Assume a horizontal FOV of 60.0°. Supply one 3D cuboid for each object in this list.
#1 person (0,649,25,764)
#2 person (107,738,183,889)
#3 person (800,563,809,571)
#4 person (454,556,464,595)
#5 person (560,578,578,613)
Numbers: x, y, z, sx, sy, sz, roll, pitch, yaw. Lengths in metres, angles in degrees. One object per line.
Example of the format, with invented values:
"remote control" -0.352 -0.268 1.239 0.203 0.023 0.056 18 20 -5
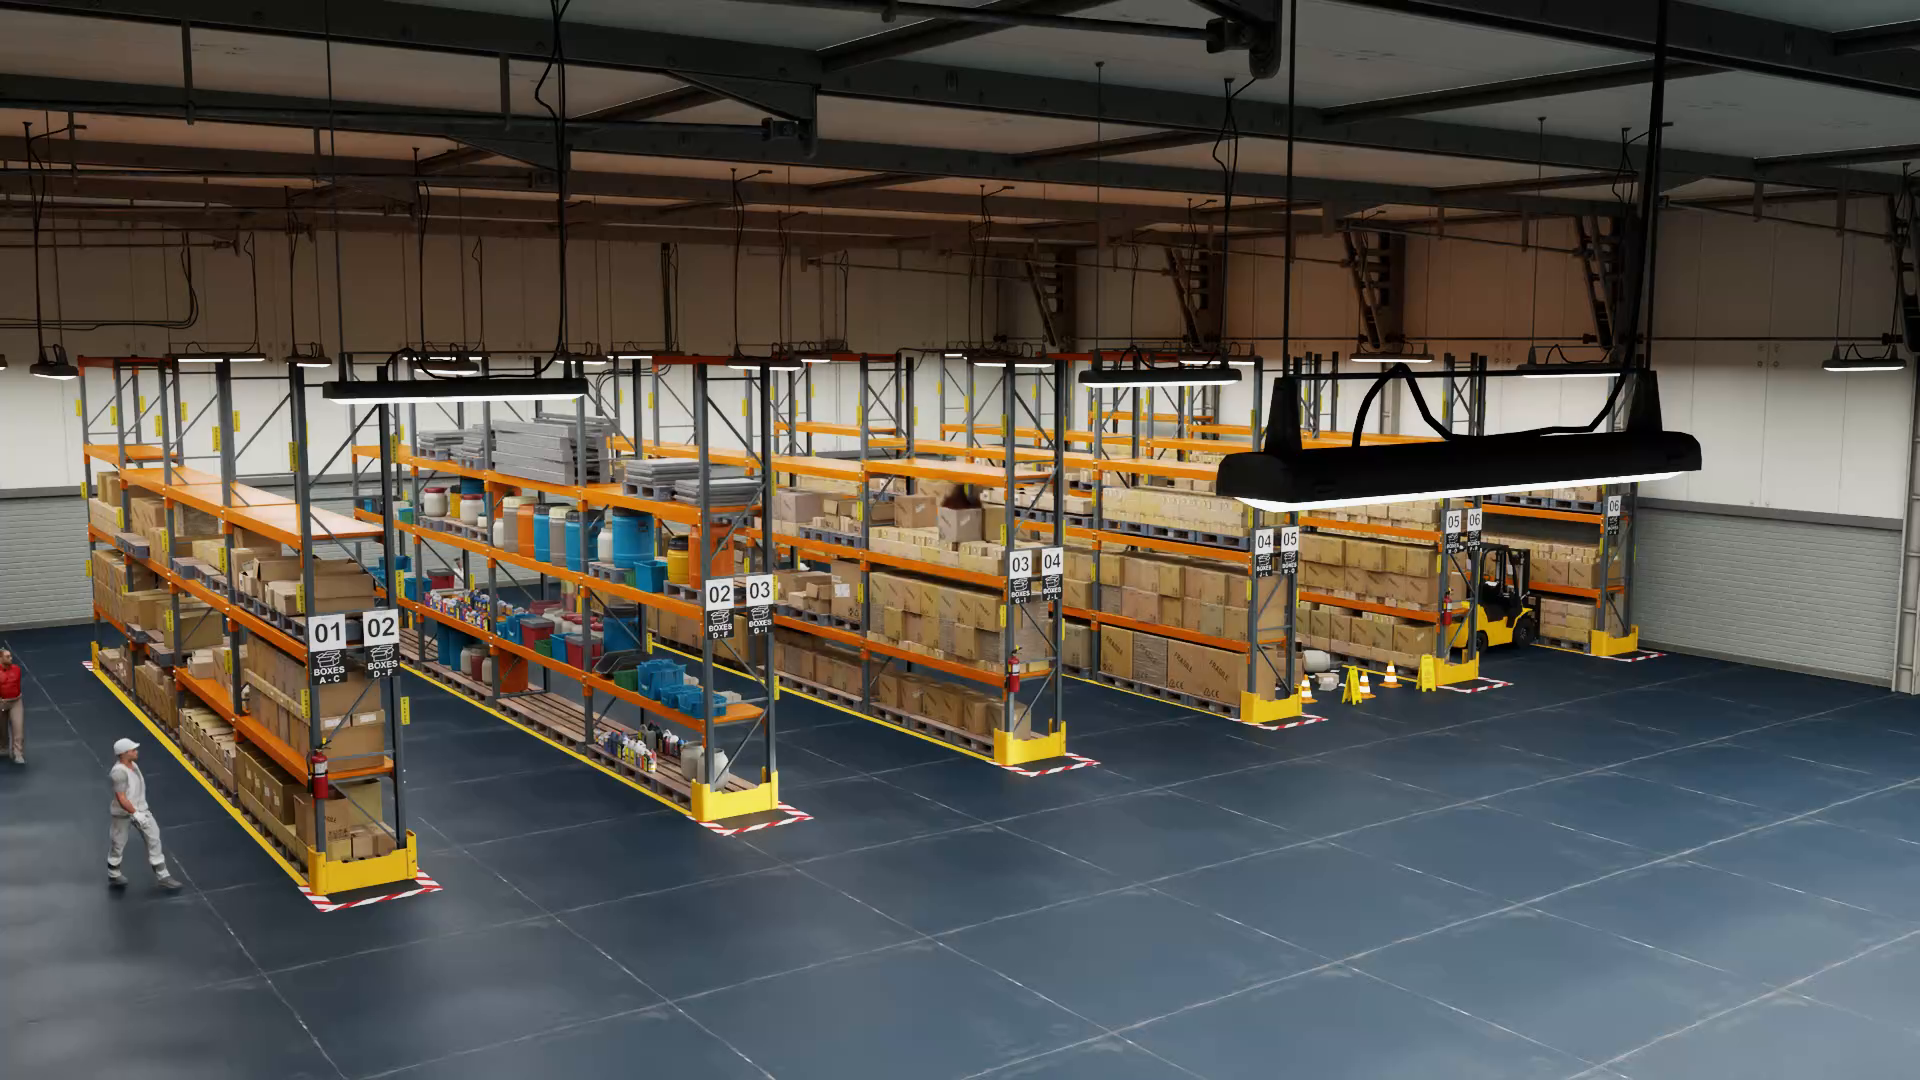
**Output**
"person" -14.301 2.476 24.901 0.485 1.680 0.991 -4 8 -30
"person" -9.453 3.128 19.028 0.967 1.735 0.503 4 8 29
"person" -3.204 1.339 33.916 0.428 1.764 0.658 -3 8 -23
"person" -10.808 1.159 35.920 0.886 1.637 0.532 7 10 43
"person" -8.494 1.172 35.834 0.496 1.691 0.498 5 9 38
